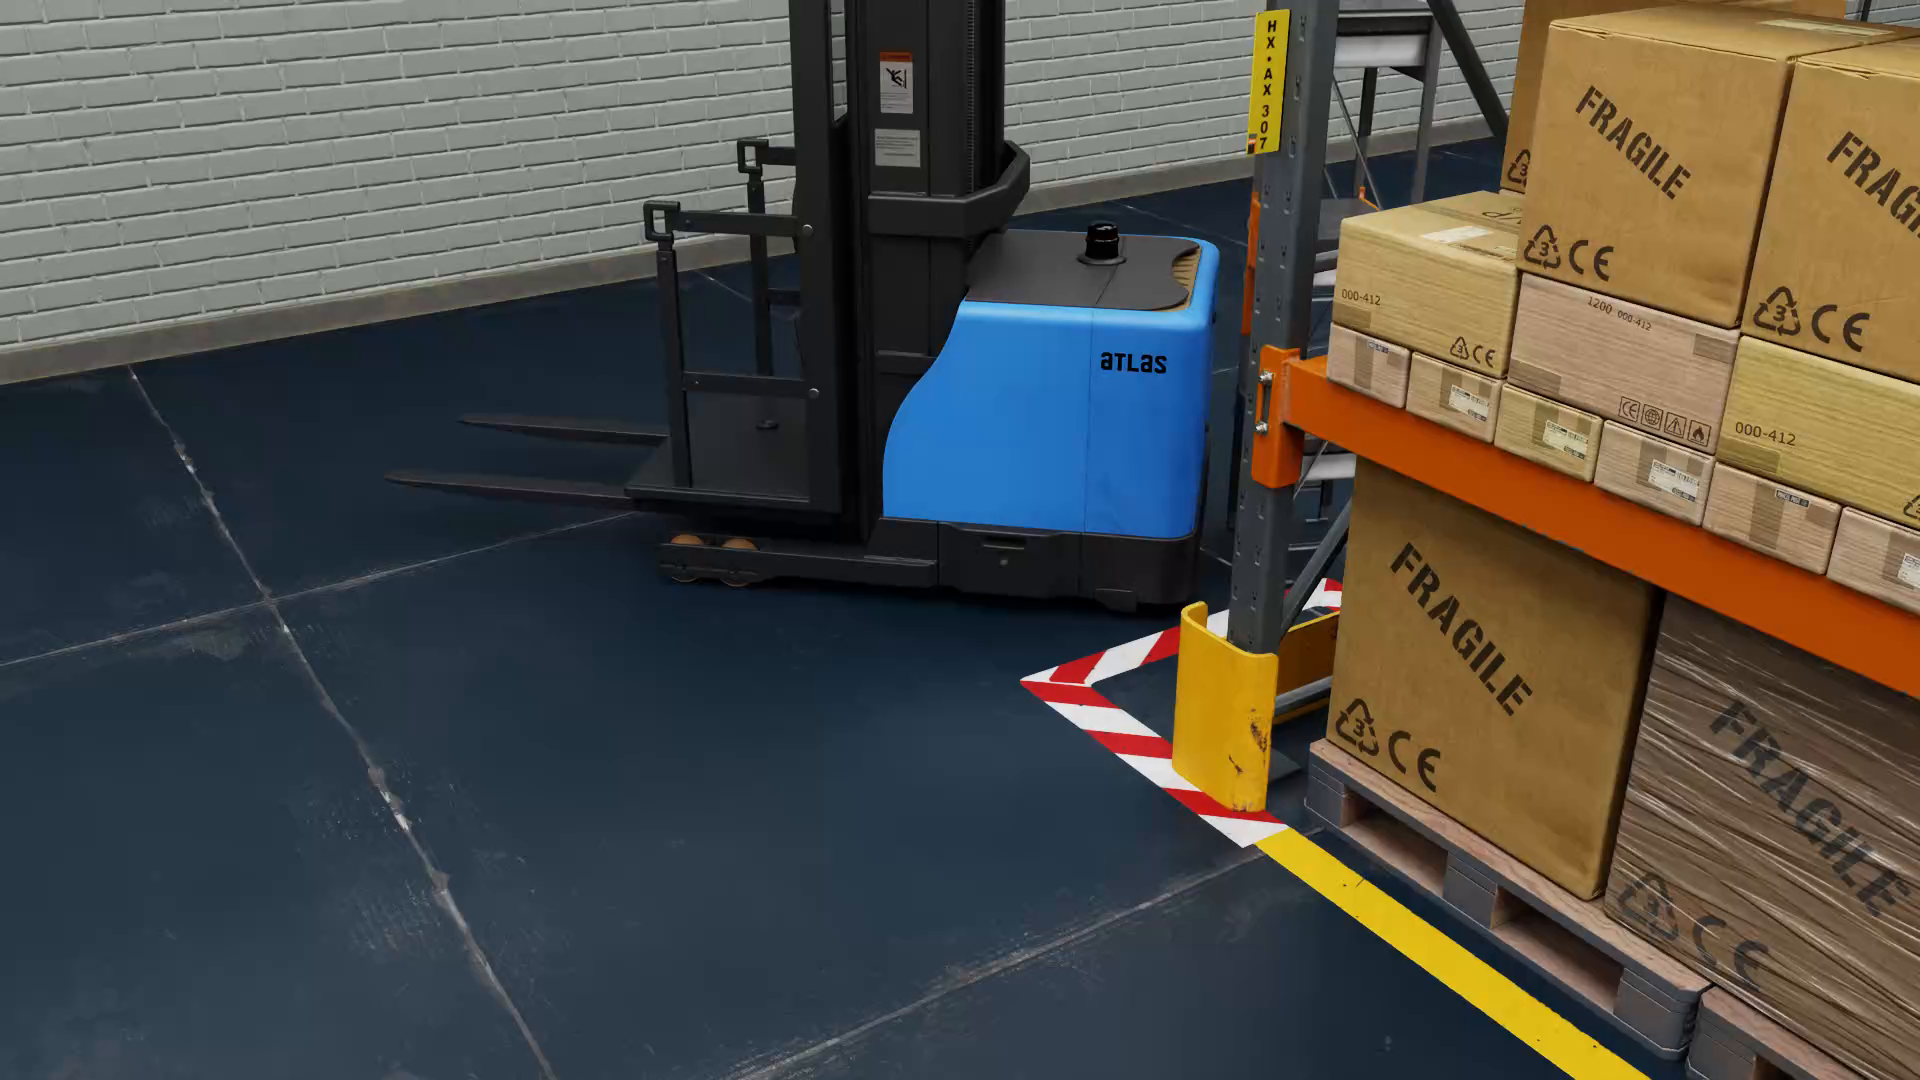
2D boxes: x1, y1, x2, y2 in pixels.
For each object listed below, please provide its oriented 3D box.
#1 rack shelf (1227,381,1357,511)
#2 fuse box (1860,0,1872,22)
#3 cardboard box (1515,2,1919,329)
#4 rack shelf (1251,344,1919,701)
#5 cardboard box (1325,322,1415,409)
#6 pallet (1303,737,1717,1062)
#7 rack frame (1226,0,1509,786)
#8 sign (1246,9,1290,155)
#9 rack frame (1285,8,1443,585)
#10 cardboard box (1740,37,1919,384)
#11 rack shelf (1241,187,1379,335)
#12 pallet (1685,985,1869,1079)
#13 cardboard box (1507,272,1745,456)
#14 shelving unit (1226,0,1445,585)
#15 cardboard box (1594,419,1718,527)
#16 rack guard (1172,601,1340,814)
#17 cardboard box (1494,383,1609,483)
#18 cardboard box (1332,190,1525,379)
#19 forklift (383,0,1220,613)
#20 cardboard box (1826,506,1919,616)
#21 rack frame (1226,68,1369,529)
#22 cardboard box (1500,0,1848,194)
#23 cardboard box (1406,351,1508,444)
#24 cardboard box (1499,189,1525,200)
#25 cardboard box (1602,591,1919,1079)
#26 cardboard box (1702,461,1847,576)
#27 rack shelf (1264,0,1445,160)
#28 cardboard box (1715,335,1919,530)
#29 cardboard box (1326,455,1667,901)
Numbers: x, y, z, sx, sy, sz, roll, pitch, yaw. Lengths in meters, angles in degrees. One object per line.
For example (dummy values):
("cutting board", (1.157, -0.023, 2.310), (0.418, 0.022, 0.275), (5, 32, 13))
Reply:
("rack shelf", (1.255, -0.259, 6.007), (0.431, 0.518, 0.480), (-4, 26, -8))
("fuse box", (8.235, -4.947, 14.725), (0.539, 1.711, 0.414), (-16, 29, -30))
("cardboard box", (1.498, -0.764, 3.303), (0.500, 0.500, 0.500), (-16, 30, -31))
("rack shelf", (2.282, 0.269, 3.009), (1.077, 0.370, 4.000), (-16, 29, -30))
("cardboard box", (1.107, -0.454, 3.992), (0.380, 0.149, 0.250), (-15, 29, -29))
("pallet", (1.692, 0.757, 4.399), (1.003, 0.211, 1.213), (-16, 29, -30))
("rack frame", (1.190, -0.772, 4.371), (1.000, 3.000, 0.127), (-16, 29, -30))
("sign", (0.721, -1.072, 3.899), (0.100, 0.325, 0.005), (-16, 29, -30))
("rack frame", (1.295, -0.799, 5.483), (0.400, 2.100, 0.015), (-4, 26, -8))
("cardboard box", (1.786, -0.580, 2.914), (0.500, 0.500, 0.500), (-16, 30, -31))
("rack shelf", (1.255, -0.890, 5.706), (0.431, 0.518, 0.480), (-4, 26, -8))
("pallet", (2.354, 1.193, 3.475), (1.003, 0.211, 1.213), (-16, 29, -30))
("cardboard box", (1.515, -0.419, 3.452), (0.500, 0.250, 0.500), (-16, 30, -30))
("shelving unit", (1.255, -0.903, 5.700), (0.431, 2.100, 0.503), (-4, 26, -8))
("cardboard box", (1.532, -0.178, 3.408), (0.380, 0.149, 0.250), (-16, 30, -30))
("rack guard", (1.177, 0.350, 4.922), (1.175, 0.500, 0.348), (-16, 29, -30))
("cardboard box", (1.388, -0.271, 3.605), (0.380, 0.149, 0.250), (-16, 30, -31))
("cardboard box", (1.226, -0.604, 3.842), (0.500, 0.250, 0.500), (-16, 30, -31))
("forklift", (-0.611, -1.375, 5.730), (3.031, 2.935, 1.130), (5, 26, 10))
("cardboard box", (1.811, 0.005, 3.019), (0.380, 0.149, 0.250), (-16, 30, -30))
("rack frame", (1.216, -1.006, 5.918), (0.400, 2.100, 0.015), (-4, 26, -8))
("cardboard box", (1.676, -1.064, 3.940), (0.500, 0.500, 0.500), (-15, 29, -29))
("cardboard box", (1.248, -0.363, 3.799), (0.380, 0.149, 0.250), (-16, 30, -30))
("cardboard box", (1.677, -0.727, 4.103), (0.500, 0.250, 0.500), (-16, 30, -30))
("cardboard box", (2.103, 0.535, 3.600), (0.875, 0.875, 0.875), (-16, 29, -30))
("cardboard box", (1.670, -0.087, 3.215), (0.380, 0.149, 0.250), (-16, 30, -31))
("rack shelf", (1.256, -1.522, 5.405), (0.431, 0.518, 0.480), (-4, 26, -8))
("cardboard box", (1.786, -0.239, 3.069), (0.500, 0.250, 0.500), (-17, 30, -31))
("cardboard box", (1.606, 0.210, 4.289), (0.875, 0.875, 0.875), (-16, 29, -30))
